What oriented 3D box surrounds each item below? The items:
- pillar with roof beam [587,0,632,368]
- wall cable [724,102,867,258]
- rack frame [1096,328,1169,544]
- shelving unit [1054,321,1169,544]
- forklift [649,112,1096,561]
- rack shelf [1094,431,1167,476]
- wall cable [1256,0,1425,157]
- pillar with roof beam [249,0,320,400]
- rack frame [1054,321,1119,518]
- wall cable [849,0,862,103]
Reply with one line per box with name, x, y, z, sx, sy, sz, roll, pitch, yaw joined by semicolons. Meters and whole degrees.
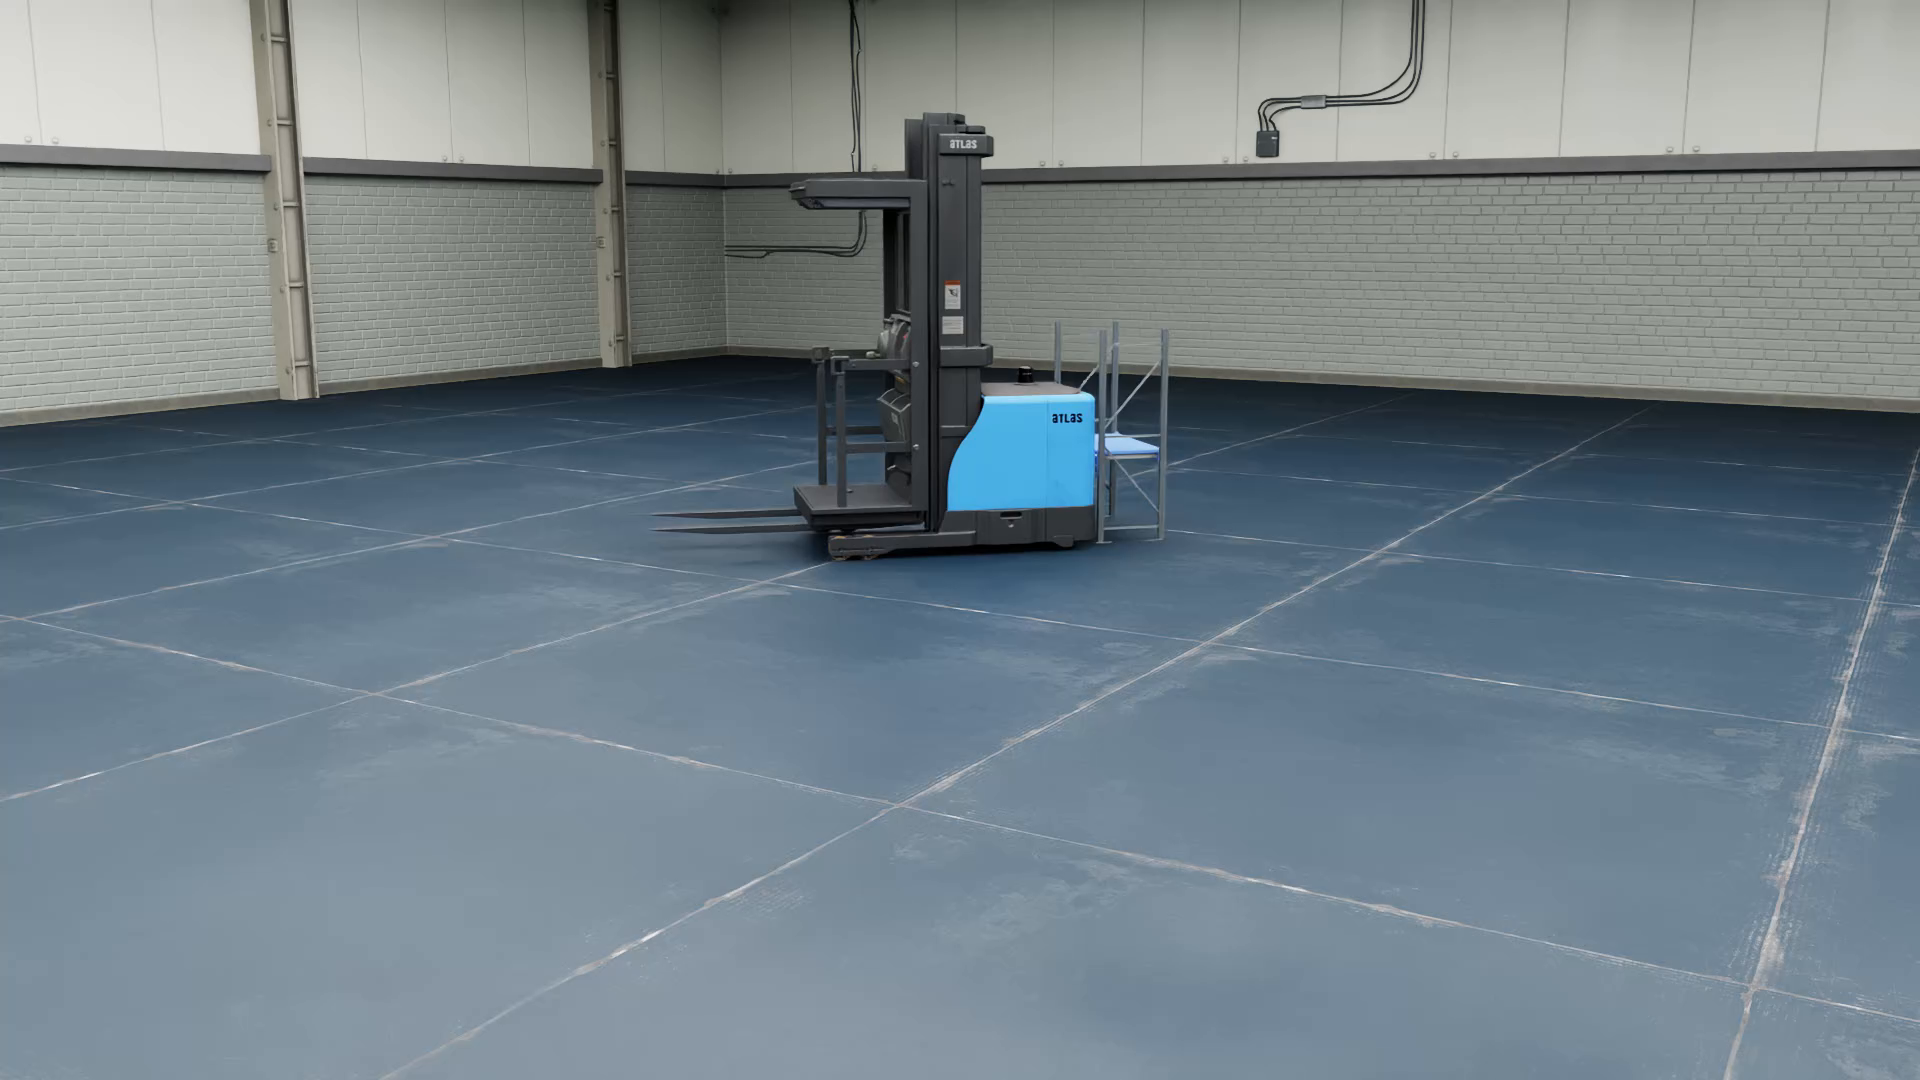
pillar with roof beam;-1.859;-6.812;23.799;9.100;9.000;0.400;6;12;31
wall cable;-2.879;-6.034;28.082;3.097;2.526;0.112;6;12;31
rack frame;1.210;-0.724;11.661;0.500;1.500;0.032;-3;11;-14
shelving unit;1.082;-0.815;12.144;0.538;1.500;1.048;-3;11;-14
forklift;-0.631;-1.407;11.421;3.031;2.935;1.130;-2;11;-12
rack shelf;1.082;-0.638;12.177;0.538;0.185;1.000;-3;11;-14
wall cable;5.226;-8.322;22.625;2.305;6.003;0.169;6;12;31
pillar with roof beam;-4.974;-5.868;18.758;9.100;9.000;0.400;6;12;31
rack frame;0.954;-0.905;12.628;0.500;1.500;0.032;-3;11;-14
wall cable;-0.567;-8.258;26.236;3.097;2.526;0.112;6;12;31
